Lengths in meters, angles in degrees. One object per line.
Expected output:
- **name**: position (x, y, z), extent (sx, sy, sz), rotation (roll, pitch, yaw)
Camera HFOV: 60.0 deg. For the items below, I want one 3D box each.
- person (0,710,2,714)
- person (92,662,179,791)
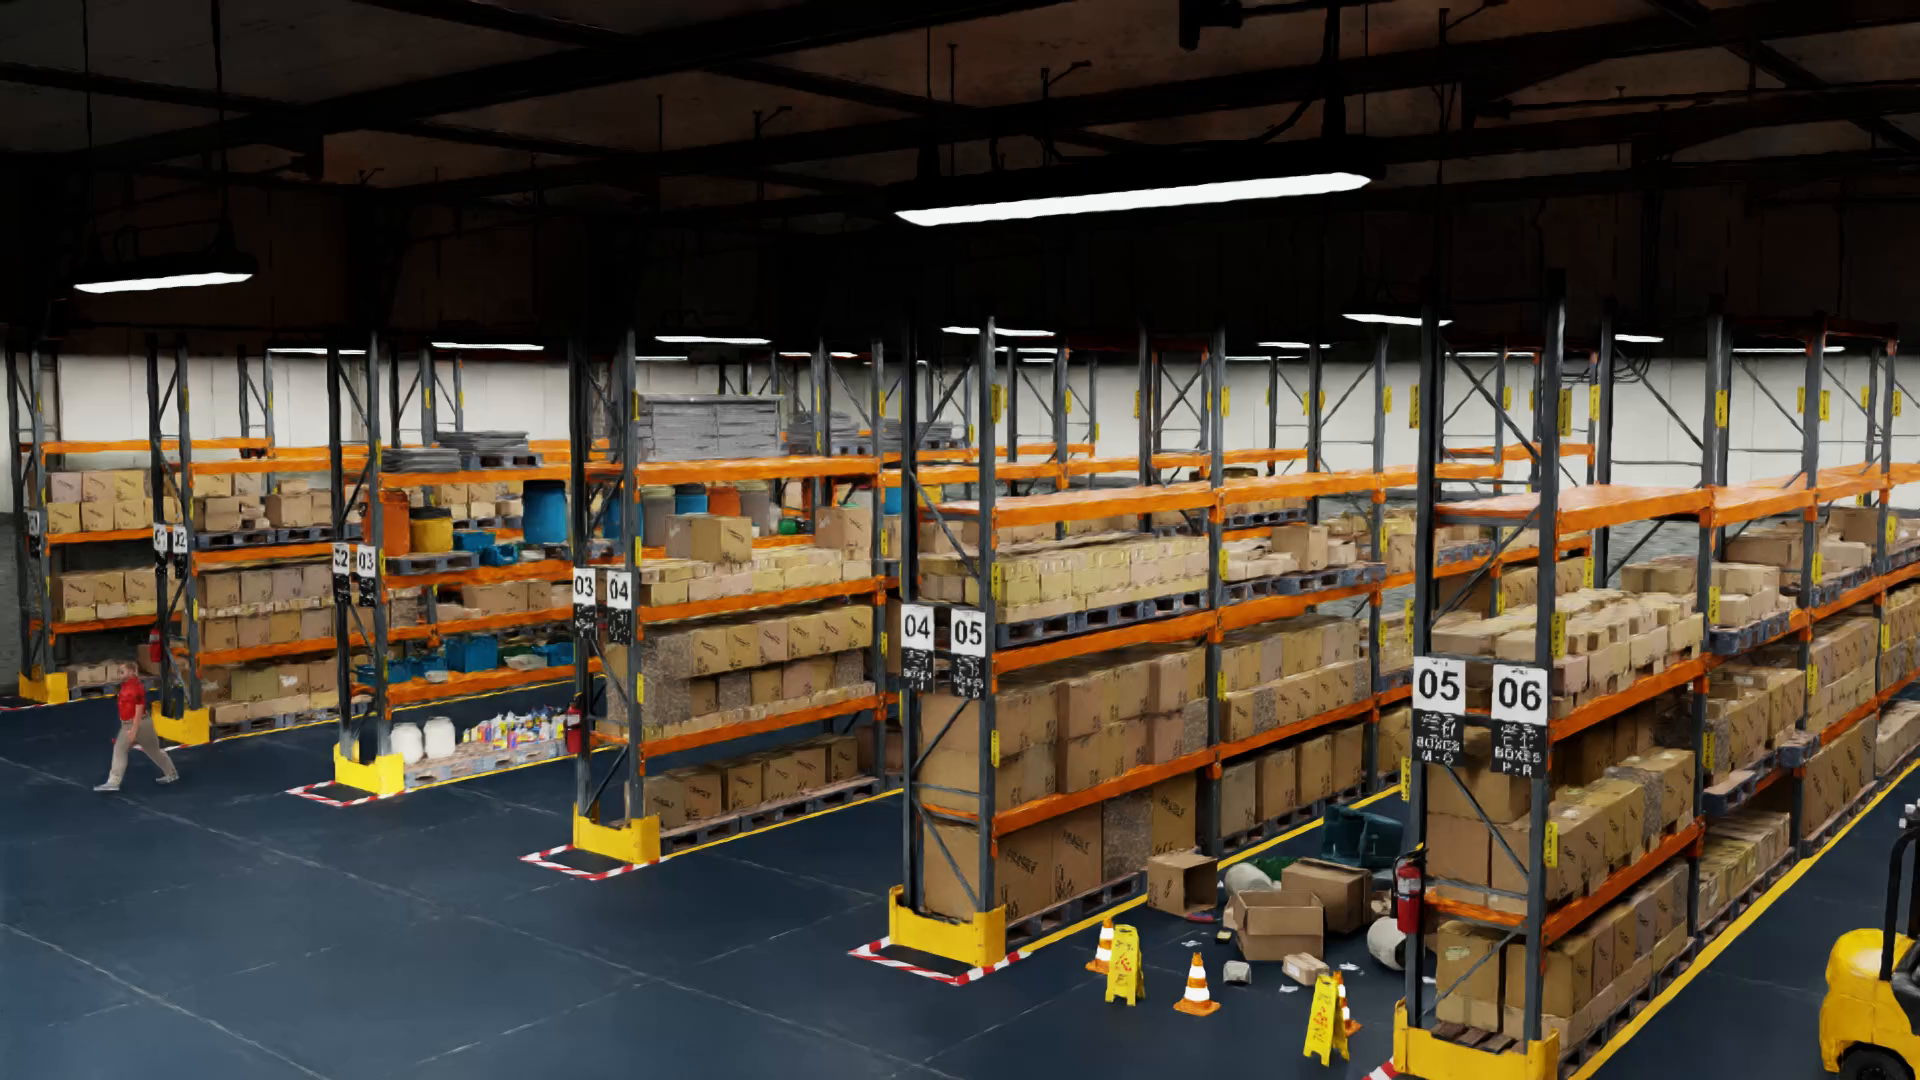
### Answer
- **person**: position (-15.565, 2.093, 26.447), extent (0.622, 1.364, 0.498), rotation (-2, 5, -17)
- **person**: position (-10.661, 2.398, 21.484), extent (0.556, 1.666, 1.040), rotation (4, 7, 38)
